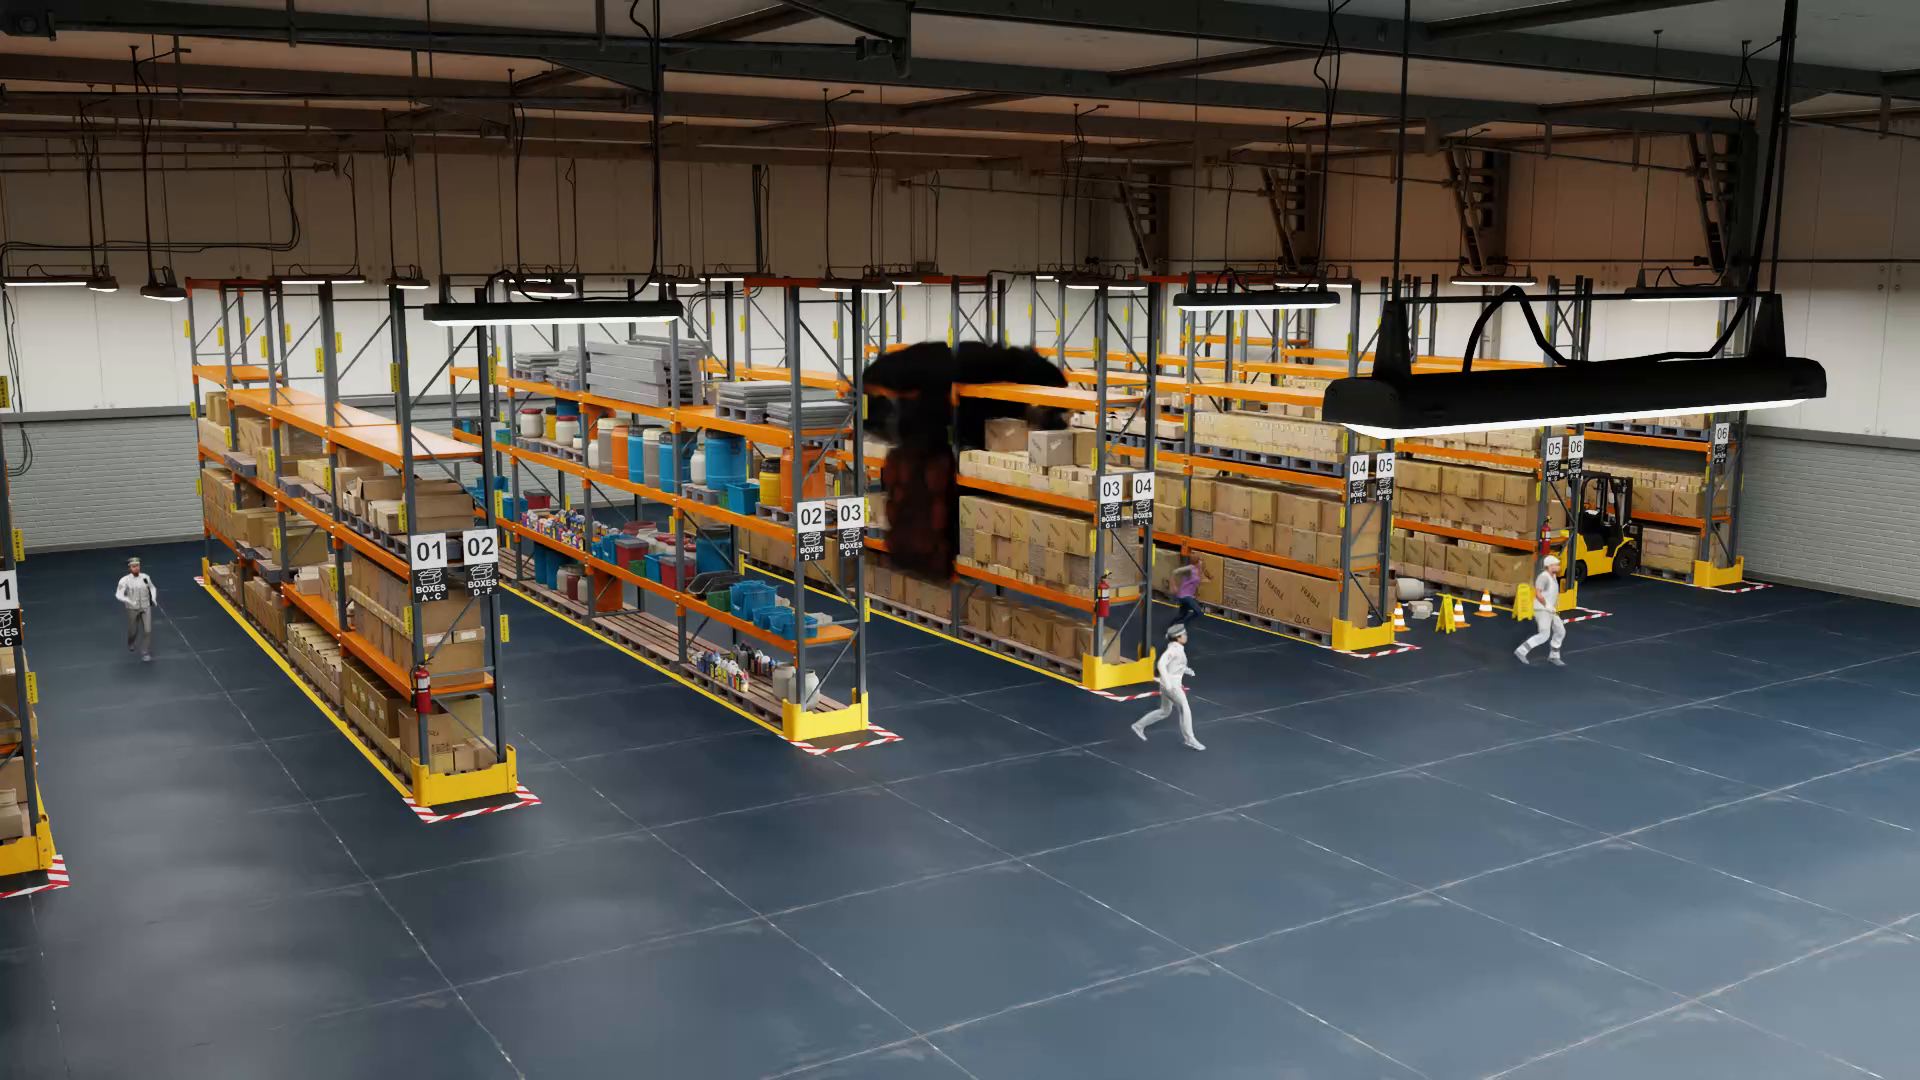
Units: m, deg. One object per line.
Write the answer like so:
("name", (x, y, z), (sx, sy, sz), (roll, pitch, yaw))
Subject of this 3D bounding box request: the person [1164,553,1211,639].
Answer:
("person", (3.781, 0.964, 27.649), (0.788, 1.513, 0.524), (5, 11, 27))

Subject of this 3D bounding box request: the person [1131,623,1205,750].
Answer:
("person", (2.740, 1.911, 21.620), (0.943, 1.691, 0.636), (1, 10, 3))

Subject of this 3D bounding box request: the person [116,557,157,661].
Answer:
("person", (-13.129, 1.082, 26.579), (0.625, 1.654, 0.724), (-8, 12, -39))

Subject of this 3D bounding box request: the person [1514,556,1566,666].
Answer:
("person", (9.177, 1.131, 26.139), (0.732, 1.776, 0.885), (5, 11, 28))
